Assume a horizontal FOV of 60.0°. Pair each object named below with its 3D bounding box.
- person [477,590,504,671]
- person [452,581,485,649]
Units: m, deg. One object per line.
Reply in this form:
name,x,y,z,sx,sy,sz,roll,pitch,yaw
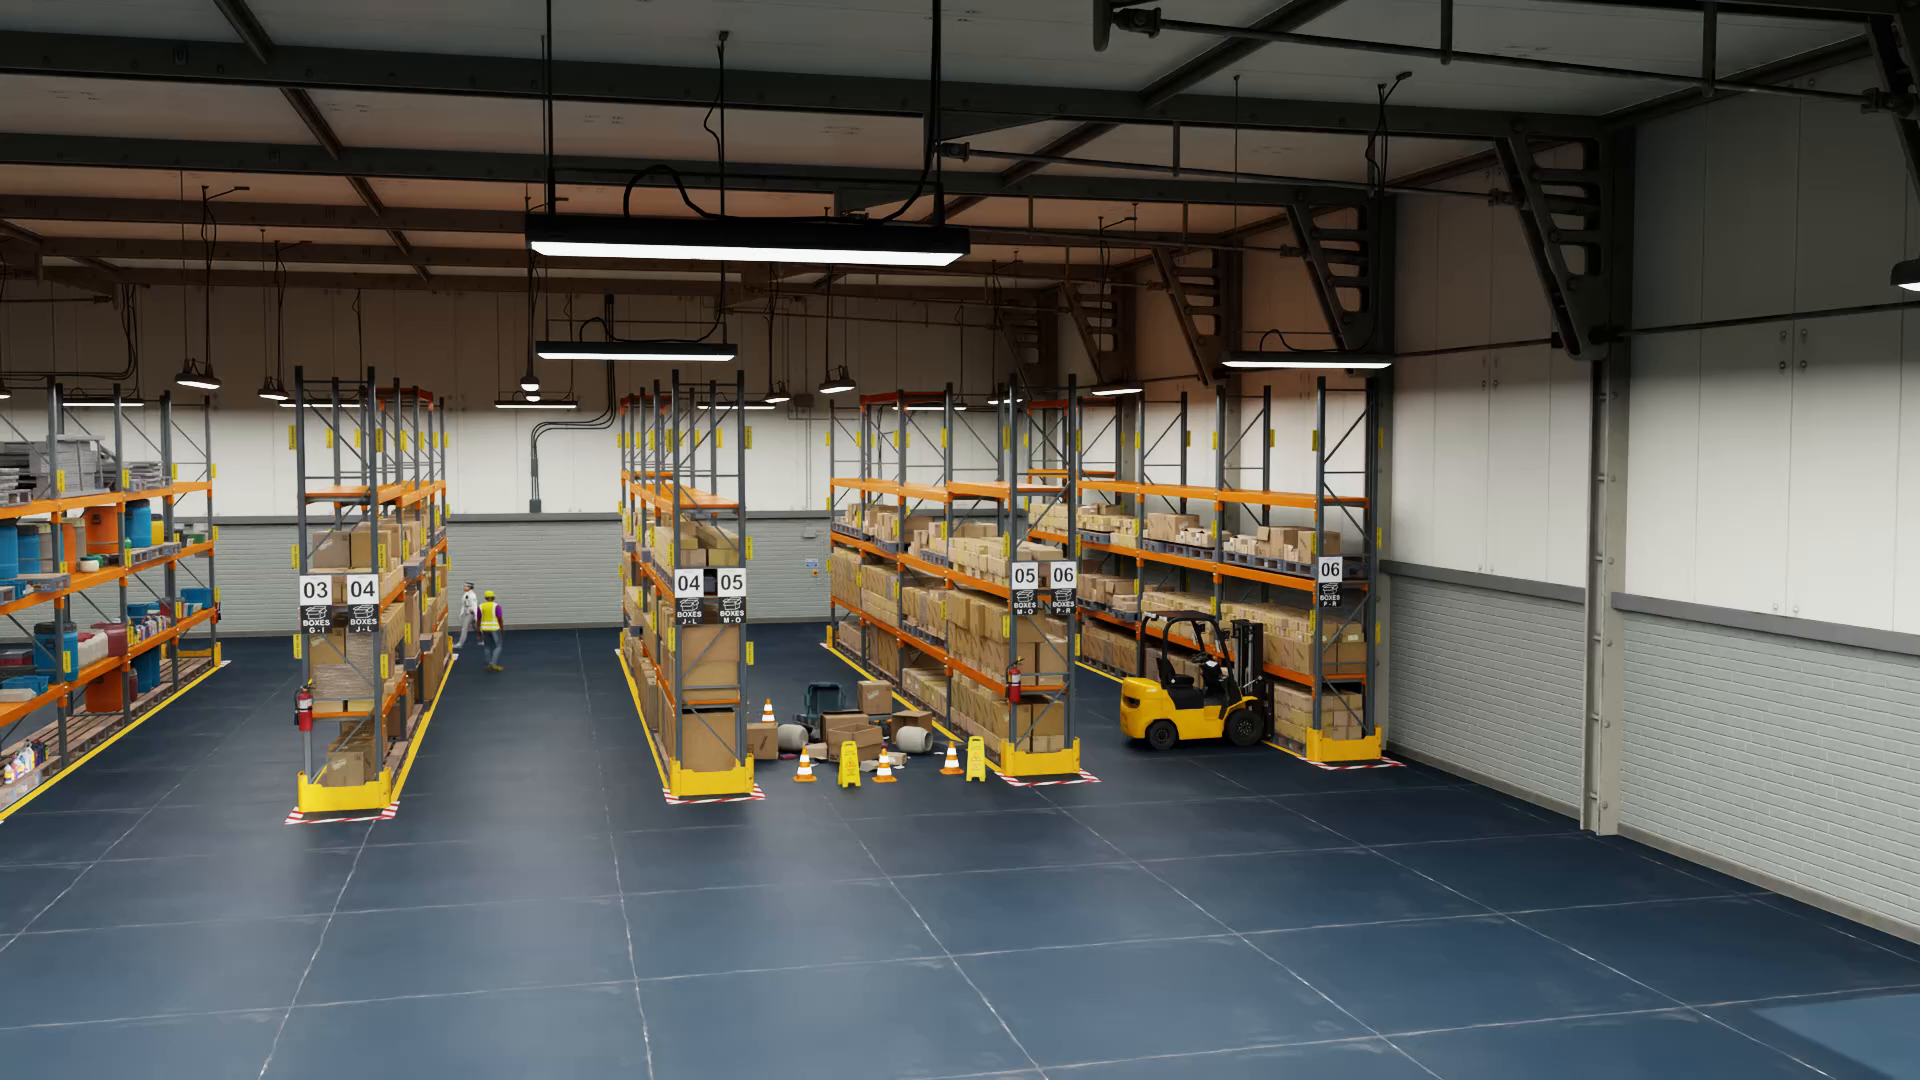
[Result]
person,-10.206,1.972,36.134,0.610,1.765,0.513,1,3,11
person,-11.829,1.778,40.140,0.992,1.621,0.515,-2,4,-34
